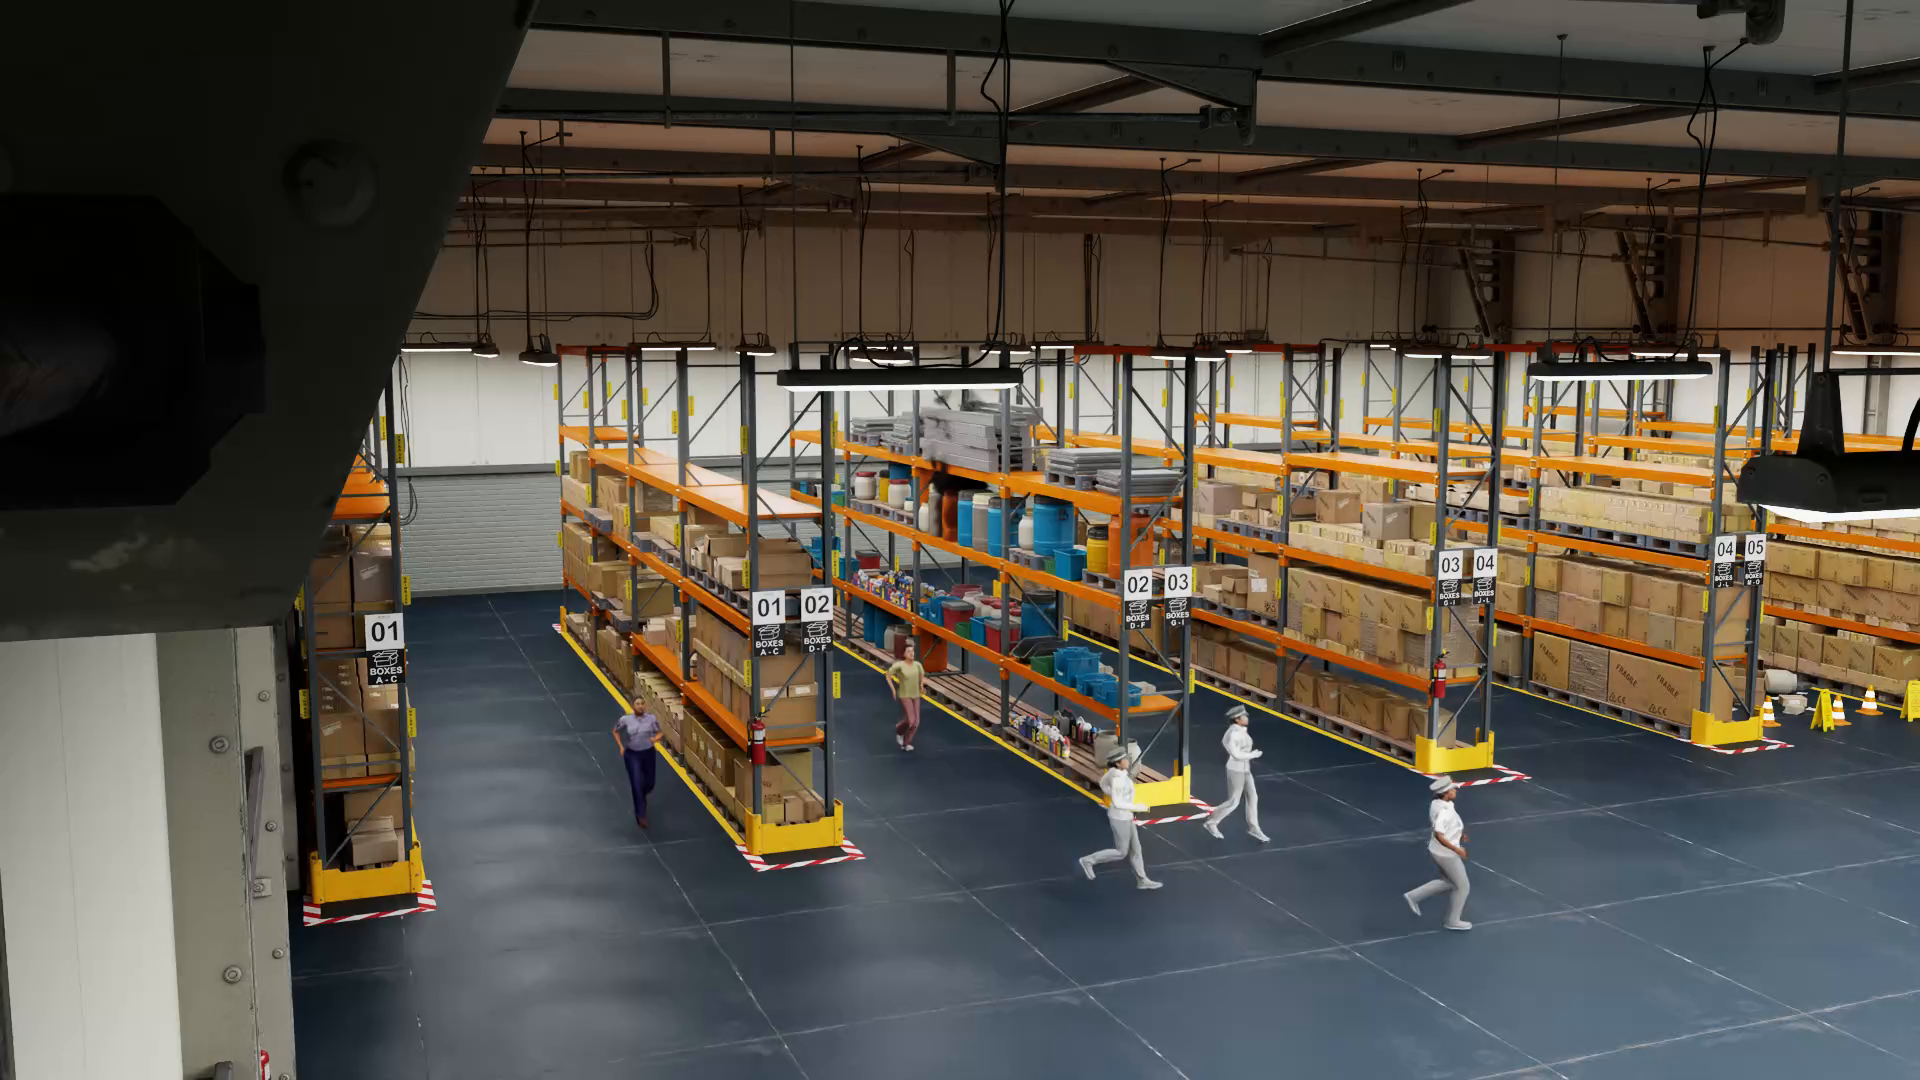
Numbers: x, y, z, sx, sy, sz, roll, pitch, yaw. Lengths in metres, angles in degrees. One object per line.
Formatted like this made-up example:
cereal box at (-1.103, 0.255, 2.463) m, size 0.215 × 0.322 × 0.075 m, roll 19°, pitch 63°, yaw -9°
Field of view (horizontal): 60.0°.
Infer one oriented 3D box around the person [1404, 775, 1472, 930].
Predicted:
person at (5.083, 3.292, 17.522) m, size 0.681 × 1.654 × 0.581 m, roll 0°, pitch 7°, yaw 3°

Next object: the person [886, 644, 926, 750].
person at (-0.749, 2.365, 24.911) m, size 0.580 × 1.624 × 0.533 m, roll -4°, pitch 8°, yaw -29°

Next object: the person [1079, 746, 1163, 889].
person at (1.822, 3.127, 18.746) m, size 0.949 × 1.656 × 0.630 m, roll 1°, pitch 7°, yaw 4°

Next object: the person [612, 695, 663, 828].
person at (-4.125, 2.799, 21.414) m, size 0.614 × 1.624 × 0.918 m, roll -3°, pitch 8°, yaw -25°

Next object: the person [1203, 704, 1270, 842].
person at (3.434, 2.881, 20.542) m, size 0.810 × 1.734 × 0.616 m, roll 2°, pitch 8°, yaw 16°
